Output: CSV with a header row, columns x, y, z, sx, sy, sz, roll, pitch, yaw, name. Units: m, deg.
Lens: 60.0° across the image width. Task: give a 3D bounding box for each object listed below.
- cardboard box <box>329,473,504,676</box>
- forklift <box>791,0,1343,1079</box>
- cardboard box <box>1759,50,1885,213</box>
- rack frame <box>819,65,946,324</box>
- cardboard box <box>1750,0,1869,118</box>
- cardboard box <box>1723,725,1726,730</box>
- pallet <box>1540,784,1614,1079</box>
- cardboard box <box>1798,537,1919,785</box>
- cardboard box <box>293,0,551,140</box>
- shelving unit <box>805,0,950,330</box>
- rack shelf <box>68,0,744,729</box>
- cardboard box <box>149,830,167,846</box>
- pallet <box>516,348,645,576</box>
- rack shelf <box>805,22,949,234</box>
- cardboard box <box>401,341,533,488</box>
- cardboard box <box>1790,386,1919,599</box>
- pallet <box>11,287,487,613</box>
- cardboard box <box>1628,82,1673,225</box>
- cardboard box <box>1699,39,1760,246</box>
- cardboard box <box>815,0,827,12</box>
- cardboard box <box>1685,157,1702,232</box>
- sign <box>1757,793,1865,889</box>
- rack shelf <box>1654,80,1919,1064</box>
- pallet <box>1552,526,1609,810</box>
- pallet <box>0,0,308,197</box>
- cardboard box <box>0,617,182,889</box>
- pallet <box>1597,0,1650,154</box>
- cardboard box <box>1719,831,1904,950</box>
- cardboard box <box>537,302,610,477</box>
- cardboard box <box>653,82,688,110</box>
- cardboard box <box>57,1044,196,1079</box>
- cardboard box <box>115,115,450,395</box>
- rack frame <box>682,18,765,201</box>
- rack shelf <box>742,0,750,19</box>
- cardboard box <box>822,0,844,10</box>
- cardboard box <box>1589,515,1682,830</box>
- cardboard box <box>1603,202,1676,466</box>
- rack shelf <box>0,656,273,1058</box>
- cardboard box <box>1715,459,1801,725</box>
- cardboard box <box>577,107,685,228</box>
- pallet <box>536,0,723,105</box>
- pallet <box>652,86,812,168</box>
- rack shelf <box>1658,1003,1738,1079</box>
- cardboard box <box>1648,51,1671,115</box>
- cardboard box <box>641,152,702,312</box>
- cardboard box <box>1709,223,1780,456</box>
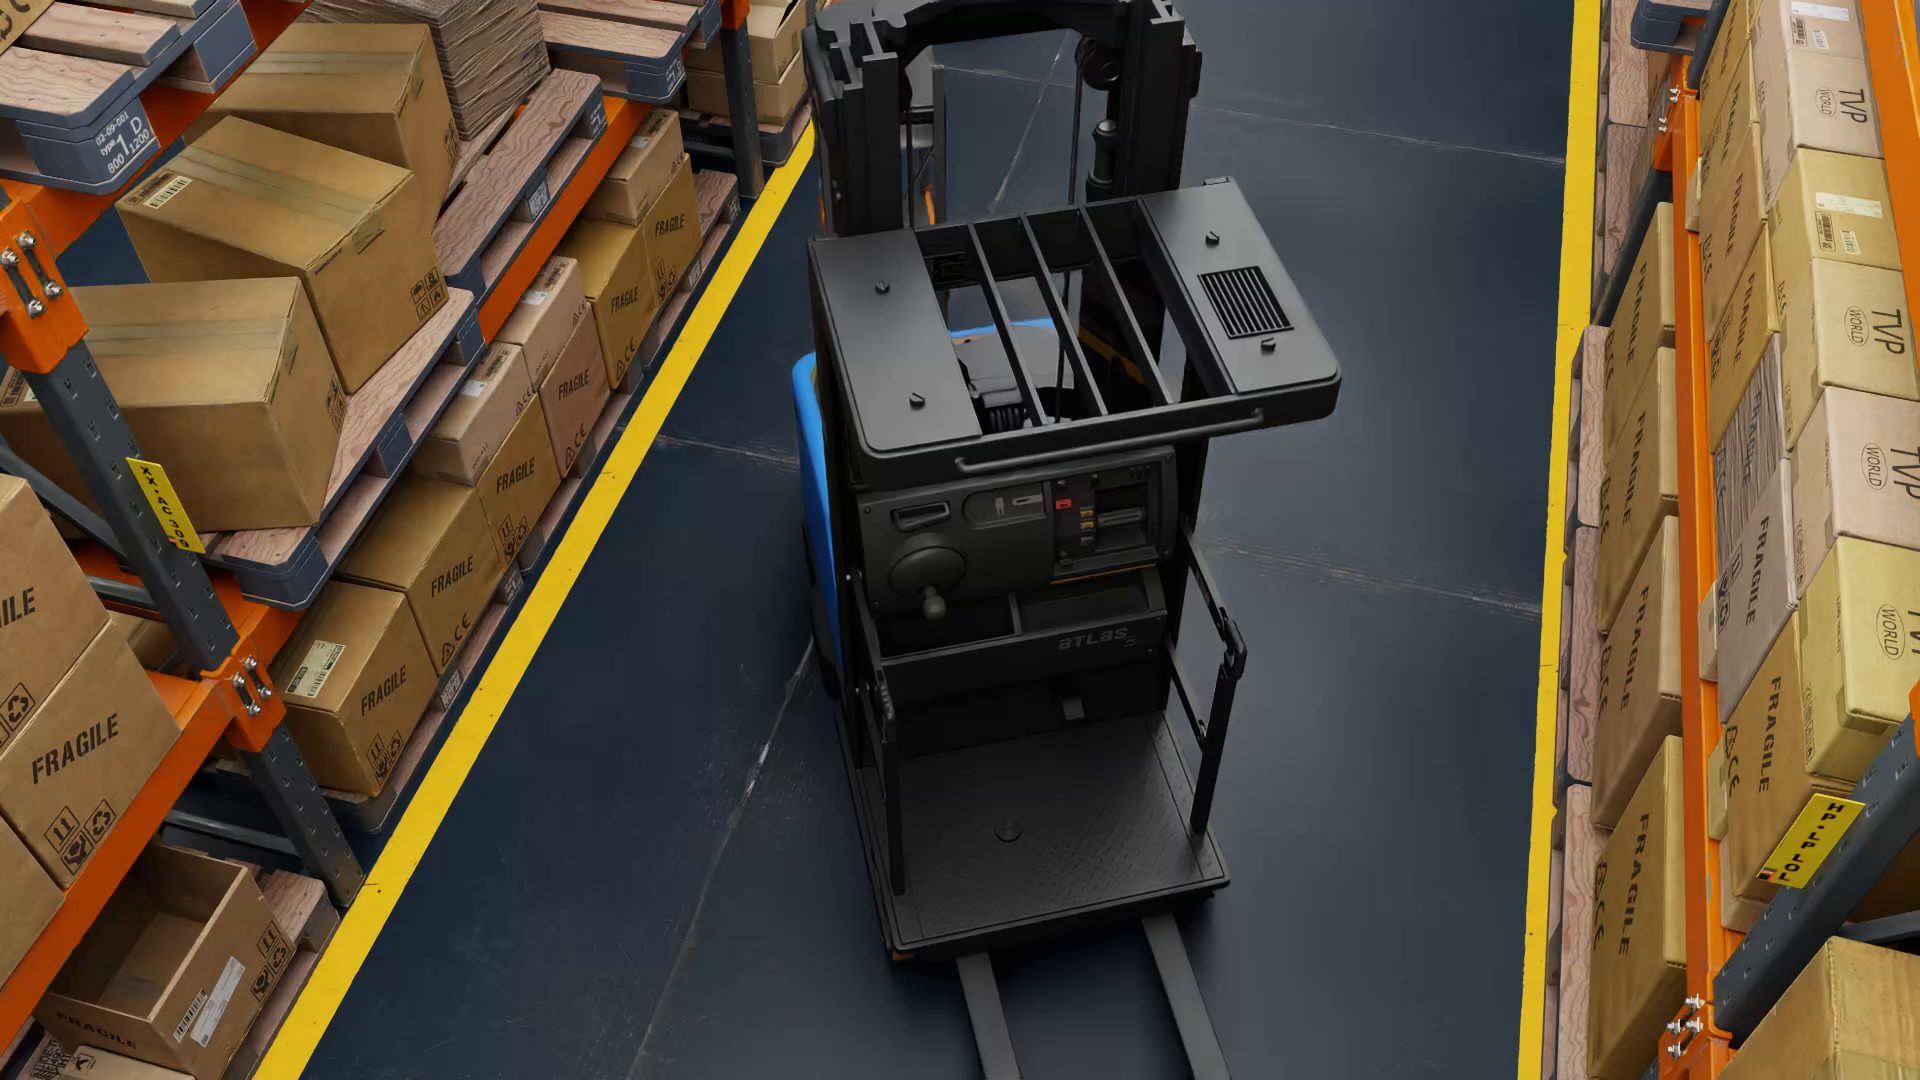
x,y,z,sx,sy,sz,roll,pitch,yaw,name
-2.022,0.093,5.959,0.500,0.500,0.500,12,50,11,cardboard box
0.225,0.084,4.640,1.130,2.935,3.031,-10,49,-9,forklift
2.682,-1.174,4.926,0.500,0.250,0.500,12,50,10,cardboard box
-0.249,-0.757,5.936,0.400,2.100,0.015,-6,49,-5,rack frame
2.810,-1.537,5.246,0.500,0.250,0.500,11,49,10,cardboard box
2.237,0.487,4.393,0.380,0.149,0.250,13,50,11,cardboard box
2.396,1.426,5.269,1.003,0.211,1.213,12,50,10,pallet
2.142,0.302,3.623,0.500,0.250,0.500,13,50,11,cardboard box
-1.943,-1.862,5.965,0.700,0.500,0.500,20,52,17,cardboard box
-0.280,-0.938,6.096,0.431,2.100,0.503,-6,49,-5,shelving unit
-1.988,-1.107,6.125,1.077,0.370,4.000,12,50,10,rack shelf
-2.833,1.107,5.191,0.500,0.311,0.500,12,50,10,cardboard box
-2.017,-0.457,6.931,1.003,0.211,1.213,12,50,10,pallet
-0.280,-1.392,5.582,0.431,0.518,0.480,-6,49,-5,rack shelf
-1.889,-0.490,5.974,0.500,0.250,0.500,12,50,10,cardboard box
2.286,-0.066,3.948,0.500,0.250,0.500,13,50,11,cardboard box
-2.199,-0.391,5.142,1.003,0.211,1.213,12,50,10,pallet
3.458,-1.666,7.513,0.700,0.500,0.500,12,50,11,cardboard box
2.797,-1.277,5.517,0.500,0.500,0.500,13,50,11,cardboard box
-0.910,-2.909,8.415,0.500,0.311,0.500,10,49,9,cardboard box
2.782,-1.192,5.874,0.380,0.149,0.250,13,50,11,cardboard box
1.740,0.620,3.402,0.100,0.325,0.005,12,50,10,sign
2.792,-0.132,5.265,1.077,0.370,4.000,12,50,10,rack shelf
2.715,0.541,6.051,1.003,0.211,1.213,12,50,10,pallet
-2.275,-1.287,3.928,1.213,0.211,1.003,12,50,10,pallet
-2.398,0.481,4.177,0.500,0.500,0.500,12,50,11,cardboard box
3.849,-2.339,8.592,1.003,0.211,1.213,12,50,10,pallet
2.082,0.853,4.070,0.380,0.149,0.250,12,50,10,cardboard box
-1.750,-0.632,6.600,0.500,0.500,0.500,10,49,9,cardboard box
-1.558,-2.449,8.384,0.500,0.250,0.500,13,50,11,cardboard box
-2.431,1.651,4.819,0.380,0.149,0.250,12,50,10,cardboard box
-2.054,-0.879,5.097,0.700,0.500,0.500,19,51,16,cardboard box
-1.461,-2.792,7.132,1.000,3.000,0.127,12,50,10,rack frame
-0.935,-4.000,8.678,1.077,0.370,4.000,12,50,10,rack shelf
-0.909,-2.705,8.610,0.500,0.250,0.500,10,49,9,cardboard box
2.543,0.510,5.372,0.750,0.750,0.750,13,50,11,cardboard box
2.998,-0.738,6.474,0.750,0.750,0.750,11,49,10,cardboard box
-3.041,1.786,3.571,1.077,0.370,4.000,12,50,10,rack shelf
2.269,0.184,4.228,0.500,0.500,0.500,12,50,10,cardboard box
-1.492,-1.594,6.948,0.500,0.250,0.500,13,50,11,cardboard box
-1.572,-2.224,6.759,1.213,0.211,1.003,12,50,10,pallet
-1.207,-2.457,8.696,1.003,0.211,1.213,12,50,10,pallet
1.739,2.761,2.711,1.077,0.370,4.000,12,50,10,rack shelf
3.809,-2.381,8.143,0.700,0.500,0.500,11,50,10,cardboard box
-1.481,-1.387,7.266,0.500,0.500,0.500,13,50,12,cardboard box
2.536,-0.540,4.866,0.500,0.500,0.500,13,50,11,cardboard box
